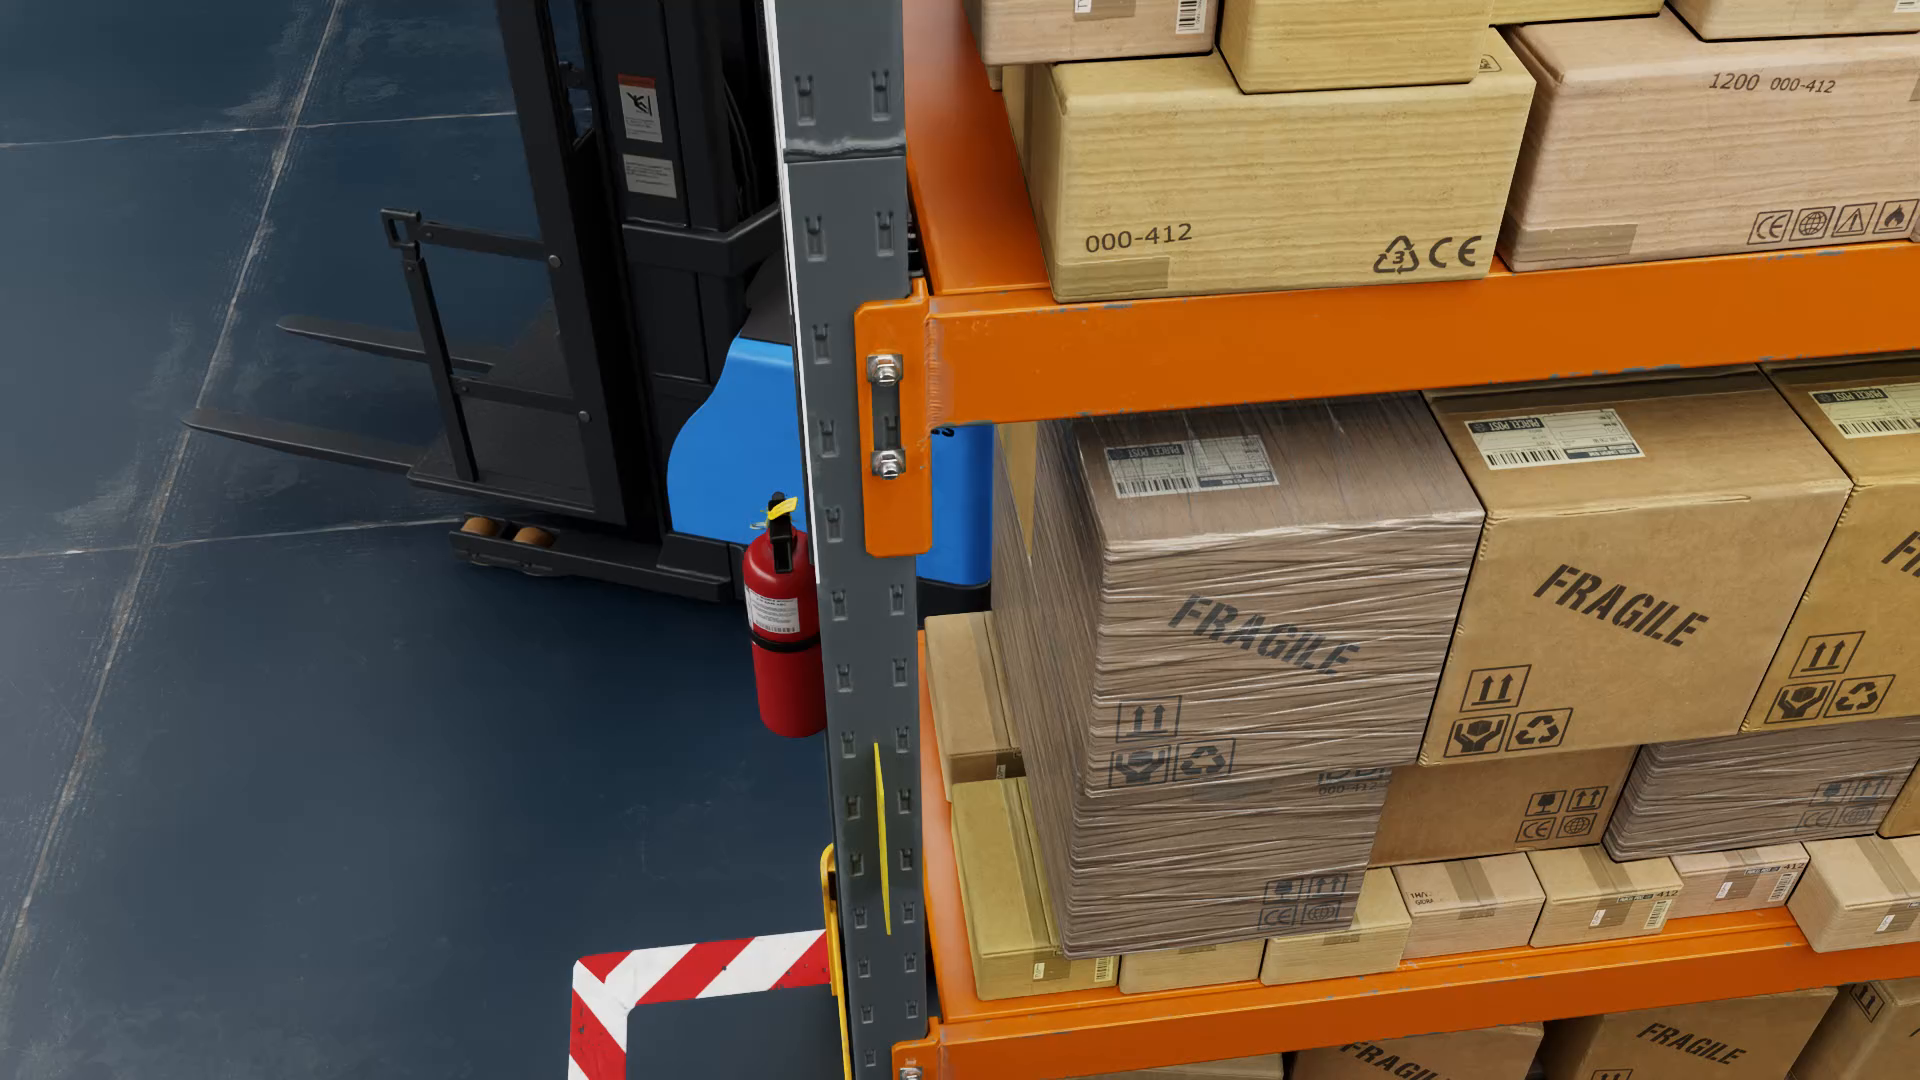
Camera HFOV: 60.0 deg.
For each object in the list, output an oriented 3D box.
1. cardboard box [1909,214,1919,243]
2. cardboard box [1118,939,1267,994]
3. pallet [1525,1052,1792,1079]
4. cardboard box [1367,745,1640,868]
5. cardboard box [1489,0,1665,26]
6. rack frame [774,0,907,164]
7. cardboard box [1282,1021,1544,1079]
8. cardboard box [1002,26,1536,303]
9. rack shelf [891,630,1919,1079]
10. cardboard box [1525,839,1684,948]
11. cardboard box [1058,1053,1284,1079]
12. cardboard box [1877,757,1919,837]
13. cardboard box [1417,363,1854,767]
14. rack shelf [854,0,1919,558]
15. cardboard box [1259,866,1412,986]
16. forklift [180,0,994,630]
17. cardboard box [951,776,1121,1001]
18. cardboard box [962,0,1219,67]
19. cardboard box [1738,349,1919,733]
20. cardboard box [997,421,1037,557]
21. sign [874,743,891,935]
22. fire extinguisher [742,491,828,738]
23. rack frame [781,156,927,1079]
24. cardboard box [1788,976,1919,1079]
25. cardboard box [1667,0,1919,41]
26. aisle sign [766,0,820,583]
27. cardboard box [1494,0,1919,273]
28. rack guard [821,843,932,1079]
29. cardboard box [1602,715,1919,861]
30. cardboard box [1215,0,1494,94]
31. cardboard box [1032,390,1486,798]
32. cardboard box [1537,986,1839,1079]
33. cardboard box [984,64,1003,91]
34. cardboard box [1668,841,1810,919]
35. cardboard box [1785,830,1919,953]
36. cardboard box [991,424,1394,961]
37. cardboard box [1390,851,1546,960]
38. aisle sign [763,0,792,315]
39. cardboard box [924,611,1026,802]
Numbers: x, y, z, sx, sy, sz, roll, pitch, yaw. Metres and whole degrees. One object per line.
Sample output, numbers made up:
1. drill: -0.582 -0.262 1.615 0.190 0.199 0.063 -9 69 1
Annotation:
1. cardboard box: 1.332 -0.625 2.076 0.500 0.250 0.500 -5 42 -6
2. cardboard box: 0.382 0.610 3.022 0.250 0.149 0.380 -5 42 -6
3. pallet: 1.911 1.270 4.184 1.213 0.211 1.003 -5 42 -6
4. cardboard box: 0.847 0.092 3.112 0.500 0.500 0.875 -5 42 -6
5. cardboard box: 0.625 -0.746 1.913 0.250 0.149 0.380 -6 42 -6
6. rack frame: -0.182 -1.835 1.066 0.127 3.000 1.000 -5 42 -6
7. cardboard box: 1.028 1.047 3.903 0.500 0.500 0.500 5 42 6
8. cardboard box: 0.329 -0.536 1.977 0.500 0.250 0.500 -4 42 -4
9. rack shelf: 1.801 0.486 3.509 4.000 0.370 1.077 -5 42 -6
10. cardboard box: 1.126 0.546 3.093 0.250 0.149 0.380 -5 42 -6
11. cardboard box: 0.439 1.121 3.820 0.500 0.500 0.500 2 42 2
12. cardboard box: 1.846 0.042 3.168 0.500 0.500 0.875 -5 42 -6
13. cardboard box: 0.896 -0.032 2.503 0.500 0.500 0.500 -5 42 -6
14. rack shelf: 1.801 -0.628 2.504 4.000 0.370 1.077 -5 42 -6
15. cardboard box: 0.632 0.598 3.035 0.250 0.149 0.380 -5 42 -6
16. forklift: -1.219 -1.296 4.999 3.031 2.935 1.130 10 43 11
17. cardboard box: 0.132 0.619 3.012 0.250 0.149 0.380 -5 42 -6
18. cardboard box: 0.121 -0.684 1.844 0.250 0.149 0.380 -5 42 -6
19. cardboard box: 1.391 -0.076 2.552 0.500 0.500 0.500 -5 42 -6
20. cardboard box: 0.331 -0.338 2.842 0.500 0.500 0.500 -5 42 -6
21. sign: -0.111 0.431 2.386 0.005 0.325 0.100 -5 42 -6
22. fire extinguisher: -0.355 0.125 3.430 0.183 0.674 0.296 -5 42 -6
23. rack frame: -0.182 0.392 3.076 0.127 3.000 1.000 -5 42 -6
24. cardboard box: 2.210 0.986 3.970 0.500 0.500 0.500 -9 43 -9
25. cardboard box: 0.905 -0.723 1.886 0.250 0.149 0.380 -3 42 -4
26. aisle sign: -0.204 -0.368 1.978 0.004 0.787 0.394 -5 42 -6
27. cardboard box: 0.840 -0.585 2.031 0.500 0.250 0.500 -6 42 -6
28. rack guard: -0.107 1.314 3.920 0.348 0.500 1.175 -5 42 -6
29. cardboard box: 1.349 0.077 3.128 0.500 0.500 0.875 -5 42 -6
30. cardboard box: 0.391 -0.643 1.798 0.250 0.149 0.380 -4 42 -5
31. cardboard box: 0.399 0.007 2.460 0.500 0.500 0.500 -5 42 -6
32. cardboard box: 1.651 1.005 3.949 0.500 0.500 0.500 -1 42 -2
33. cardboard box: 0.263 -0.876 2.355 0.500 0.250 0.500 -4 42 -5
34. cardboard box: 1.370 0.506 3.137 0.250 0.149 0.380 -5 42 -6
35. cardboard box: 1.632 0.553 3.085 0.250 0.149 0.380 -5 42 -6
36. cardboard box: 0.367 0.215 2.975 0.500 0.500 0.875 -5 42 -6
37. cardboard box: 0.877 0.563 3.074 0.250 0.149 0.380 -5 42 -6
38. aisle sign: -0.282 -0.767 2.420 0.004 0.787 0.394 -5 42 -6
39. cardboard box: 0.074 0.324 3.339 0.250 0.149 0.380 -5 42 -6
